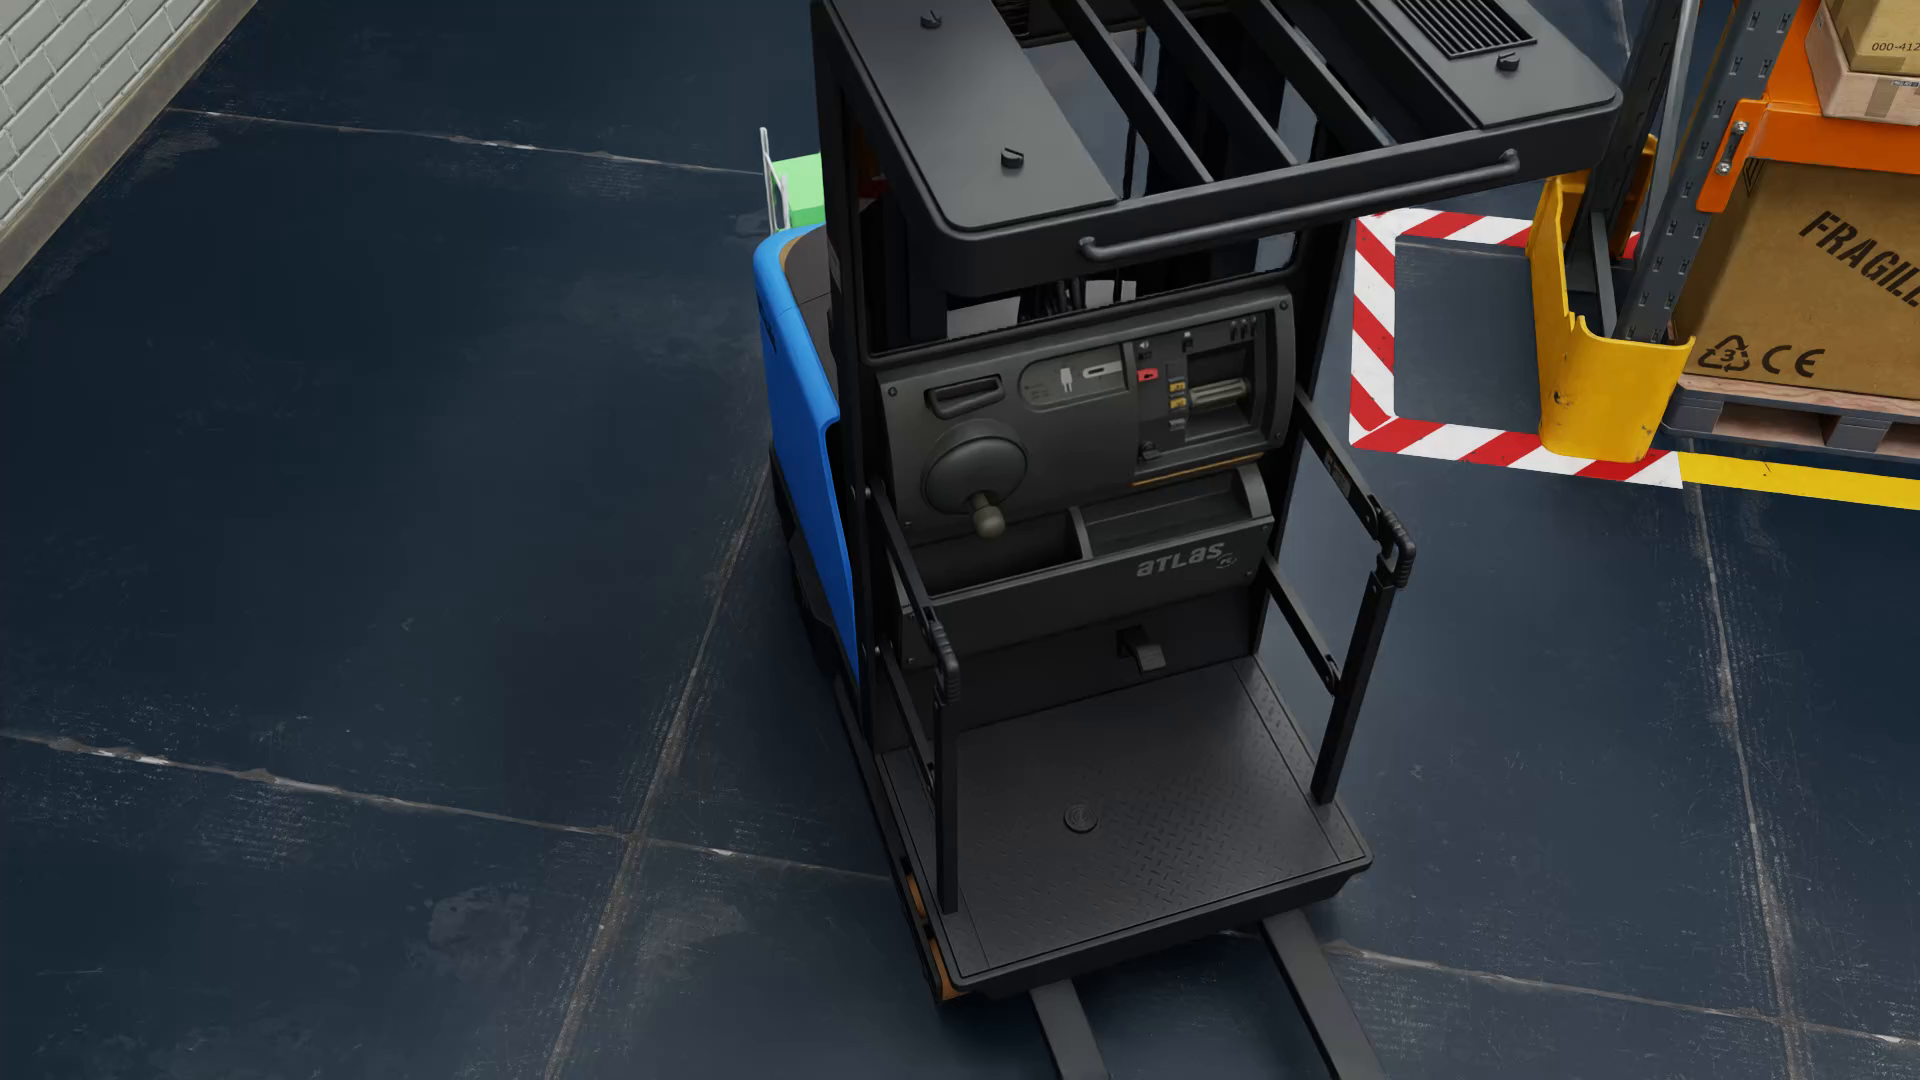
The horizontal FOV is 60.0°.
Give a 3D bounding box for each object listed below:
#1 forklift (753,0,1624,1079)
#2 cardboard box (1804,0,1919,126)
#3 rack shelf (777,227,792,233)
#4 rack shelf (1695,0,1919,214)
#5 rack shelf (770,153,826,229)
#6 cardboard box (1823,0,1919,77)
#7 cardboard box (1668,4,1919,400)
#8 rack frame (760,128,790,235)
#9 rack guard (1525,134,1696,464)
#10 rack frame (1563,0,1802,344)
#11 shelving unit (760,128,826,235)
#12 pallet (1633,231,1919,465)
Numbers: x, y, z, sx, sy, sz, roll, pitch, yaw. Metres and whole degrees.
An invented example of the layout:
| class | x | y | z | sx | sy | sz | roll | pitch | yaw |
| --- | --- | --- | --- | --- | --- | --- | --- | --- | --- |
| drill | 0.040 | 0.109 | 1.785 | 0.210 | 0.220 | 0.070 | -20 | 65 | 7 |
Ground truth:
| class | x | y | z | sx | sy | sz | roll | pitch | yaw |
| --- | --- | --- | --- | --- | --- | --- | --- | --- | --- |
| forklift | 0.356 | -0.168 | 3.431 | 1.130 | 2.935 | 3.031 | -14 | 49 | -12 |
| cardboard box | 2.511 | -1.322 | 4.590 | 0.250 | 0.149 | 0.380 | 8 | 49 | 7 |
| rack shelf | -0.286 | -0.850 | 4.970 | 0.480 | 0.148 | 0.258 | -14 | 50 | -12 |
| rack shelf | 4.189 | -1.189 | 4.786 | 4.000 | 0.370 | 1.077 | 8 | 49 | 7 |
| rack shelf | -0.286 | -1.010 | 4.791 | 0.480 | 0.148 | 0.258 | -14 | 50 | -12 |
| cardboard box | 2.645 | -1.482 | 4.466 | 0.500 | 0.250 | 0.500 | 7 | 48 | 6 |
| cardboard box | 2.865 | -1.098 | 5.366 | 0.875 | 0.875 | 0.875 | 8 | 49 | 7 |
| rack frame | -0.518 | -0.674 | 5.049 | 0.015 | 1.200 | 0.240 | -14 | 50 | -12 |
| rack guard | 2.197 | -0.862 | 5.688 | 0.348 | 0.500 | 1.175 | 8 | 49 | 7 |
| rack frame | 2.221 | -1.694 | 4.756 | 0.127 | 3.000 | 1.000 | 8 | 49 | 7 |
| shelving unit | -0.286 | -0.732 | 5.101 | 0.503 | 1.200 | 0.258 | -14 | 50 | -12 |
| pallet | 3.021 | -0.714 | 5.749 | 1.213 | 0.211 | 1.003 | 8 | 49 | 7 |
